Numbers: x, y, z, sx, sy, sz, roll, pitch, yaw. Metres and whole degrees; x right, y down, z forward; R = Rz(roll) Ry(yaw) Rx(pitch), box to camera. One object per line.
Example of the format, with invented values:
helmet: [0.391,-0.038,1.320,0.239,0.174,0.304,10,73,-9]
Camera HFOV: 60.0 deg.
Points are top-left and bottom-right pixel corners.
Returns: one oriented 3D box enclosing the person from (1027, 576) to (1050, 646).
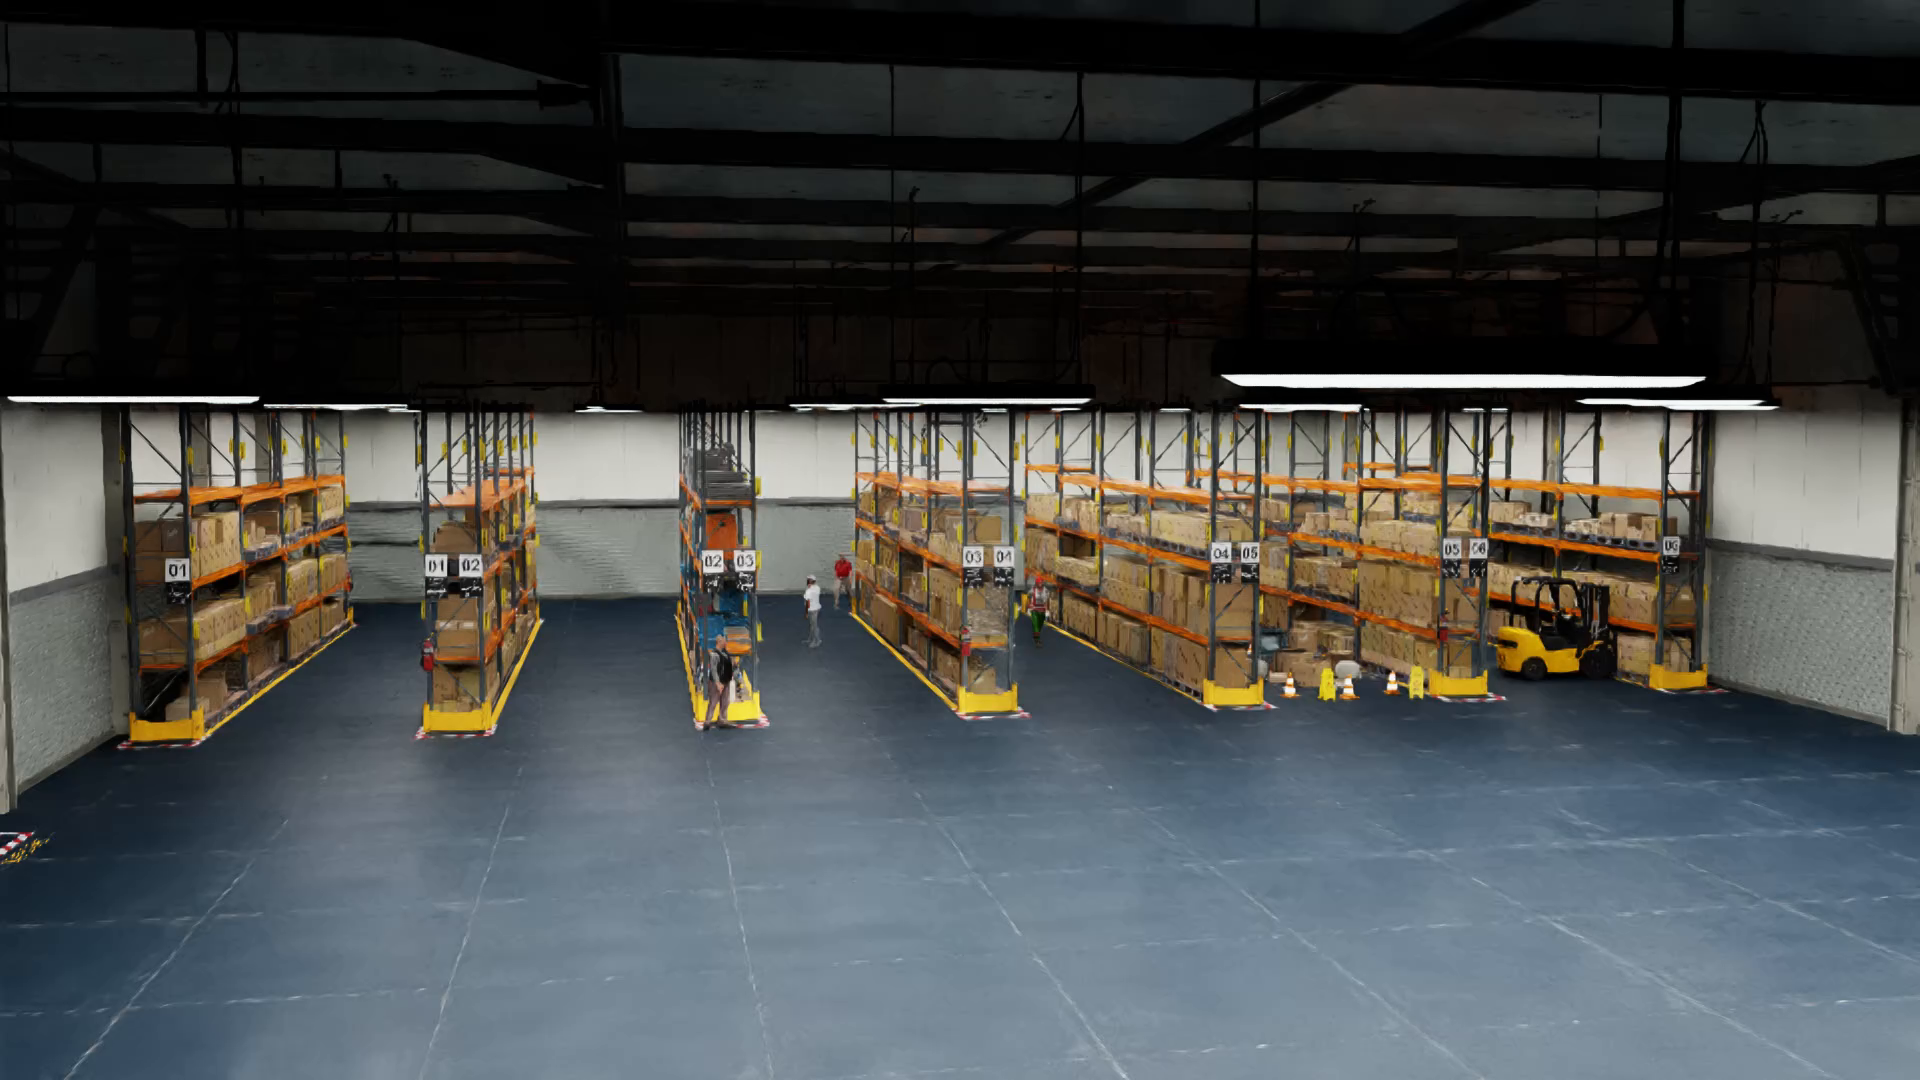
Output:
person: [1.965,1.746,41.205,0.548,1.709,1.128,-1,4,-13]

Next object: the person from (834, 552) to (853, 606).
person: [-3.446,1.133,49.425,0.582,1.609,0.784,1,4,11]

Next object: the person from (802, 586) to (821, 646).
person: [-3.622,1.793,41.126,0.405,1.351,0.421,1,4,15]

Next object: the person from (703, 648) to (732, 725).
person: [-4.391,2.673,30.225,0.442,1.429,0.493,2,5,23]
